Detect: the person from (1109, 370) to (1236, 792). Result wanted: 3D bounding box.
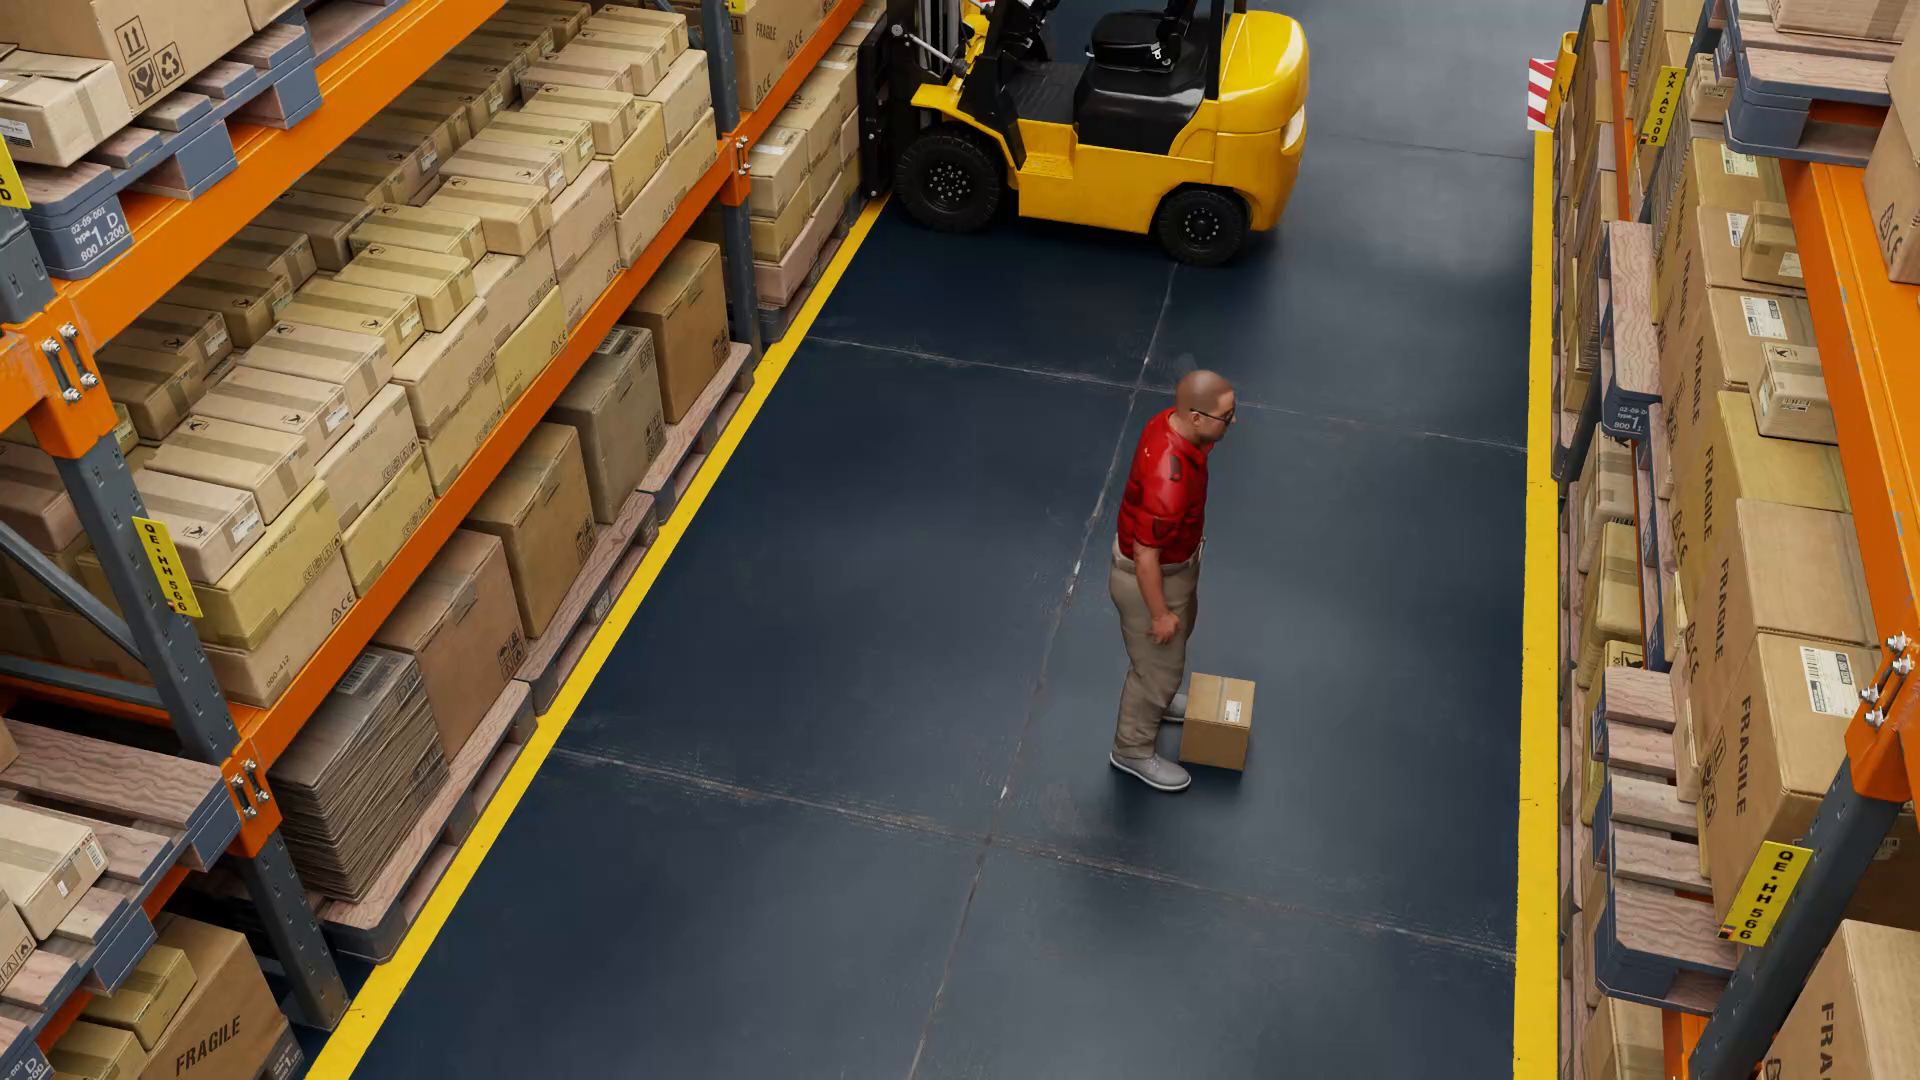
[{"bbox_3d":[0.749,0.115,6.035,0.391,1.726,0.584,9,42,10],"label":"person"}]
